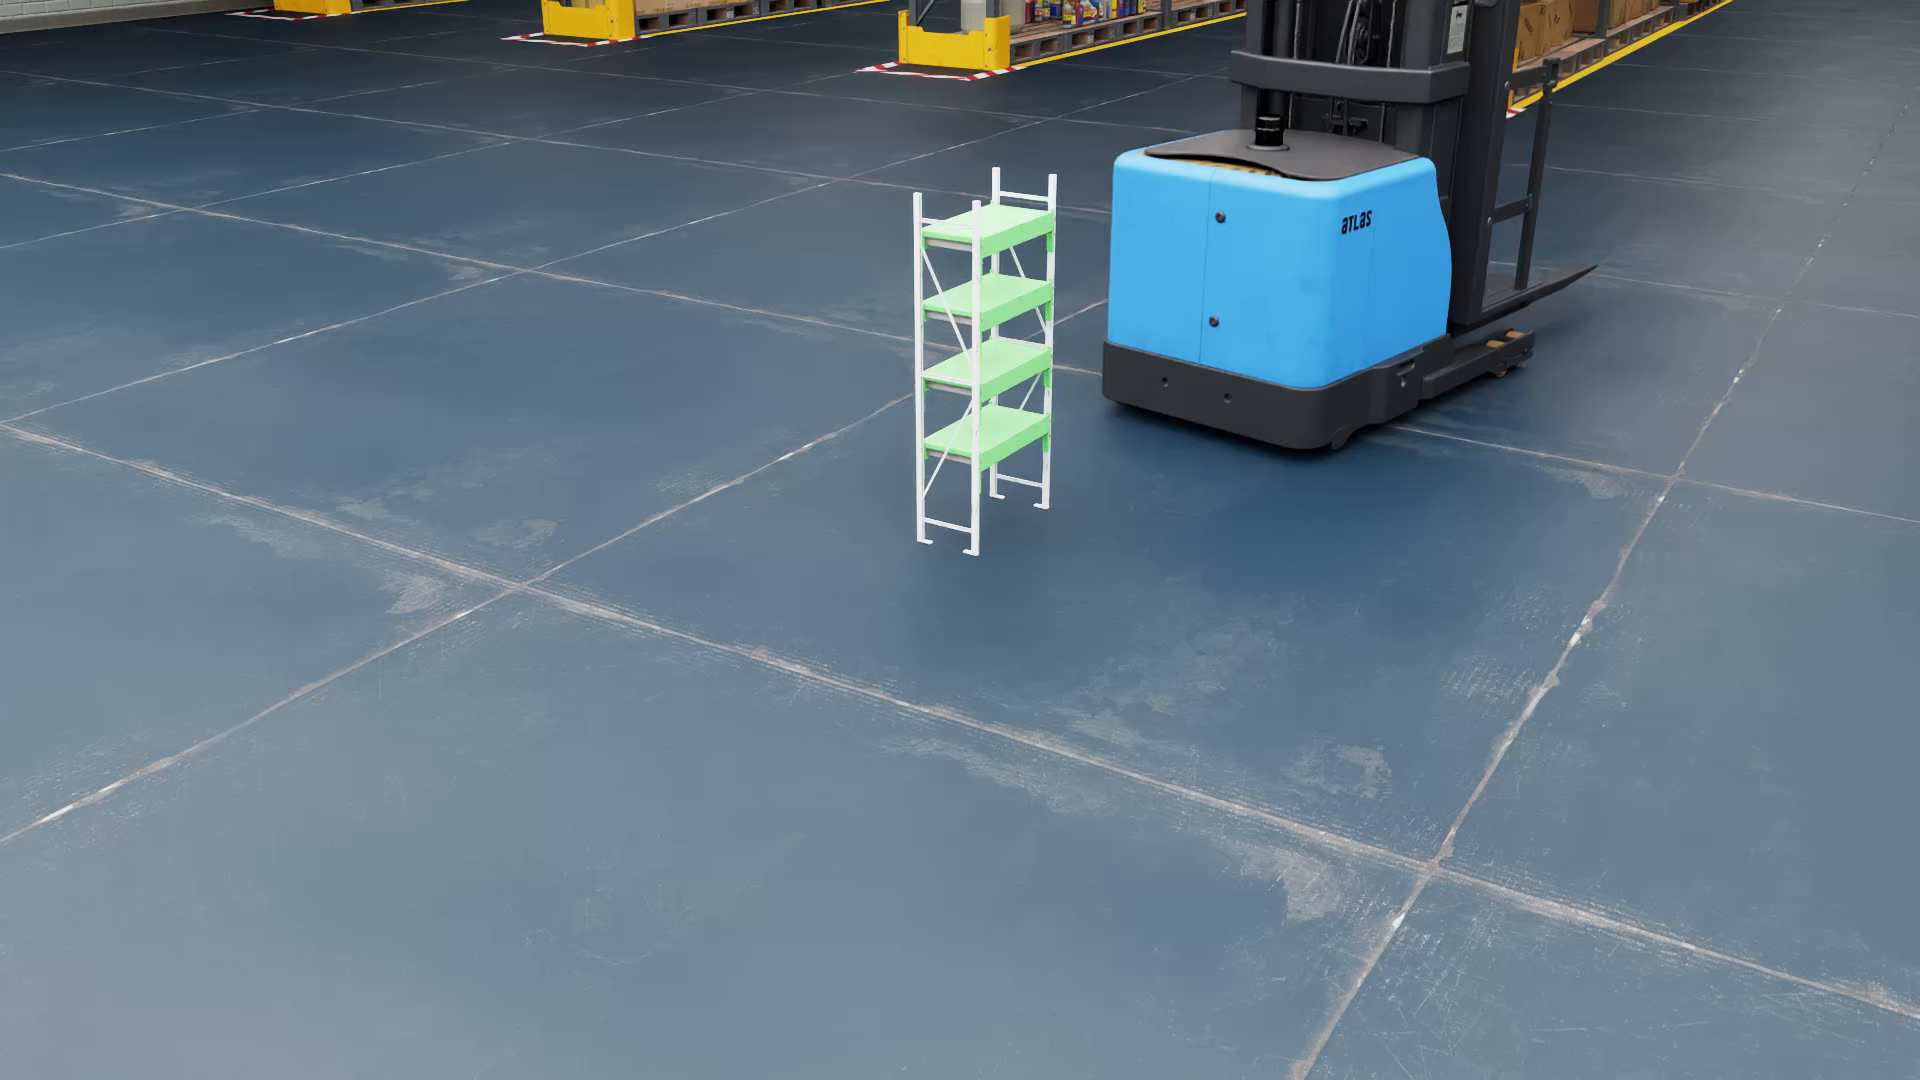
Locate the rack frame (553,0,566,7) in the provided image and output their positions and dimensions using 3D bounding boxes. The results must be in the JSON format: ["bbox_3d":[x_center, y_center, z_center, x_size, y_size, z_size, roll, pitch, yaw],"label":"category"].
[{"bbox_3d":[-4.270,-7.216,18.642,1.000,3.000,0.127,14,27,29],"label":"rack frame"}]

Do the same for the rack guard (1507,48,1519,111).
[{"bbox_3d":[4.184,-4.017,14.400,1.175,0.500,0.348,14,27,29],"label":"rack guard"}]

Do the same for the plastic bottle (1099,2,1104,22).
[{"bbox_3d":[1.551,-5.893,18.556,0.097,0.201,0.097,0,23,0],"label":"plastic bottle"}]

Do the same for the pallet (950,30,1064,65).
[{"bbox_3d":[0.369,-5.205,17.508,1.003,0.211,1.213,14,27,29],"label":"pallet"}]

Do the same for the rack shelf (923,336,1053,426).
[{"bbox_3d":[0.087,-0.548,5.666,0.258,0.148,0.480,14,27,29],"label":"rack shelf"}]

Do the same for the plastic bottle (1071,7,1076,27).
[{"bbox_3d":[1.212,-5.676,18.054,0.097,0.201,0.097,0,23,0],"label":"plastic bottle"}]

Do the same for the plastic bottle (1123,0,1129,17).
[{"bbox_3d":[1.850,-6.170,19.008,0.144,0.351,0.185,12,26,26],"label":"plastic bottle"}]

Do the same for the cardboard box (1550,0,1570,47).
[{"bbox_3d":[5.713,-5.213,16.633,0.500,0.500,0.500,-18,29,-36],"label":"cardboard box"}]

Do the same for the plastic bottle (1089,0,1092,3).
[{"bbox_3d":[1.500,-5.998,18.696,0.061,0.283,0.133,14,27,29],"label":"plastic bottle"}]

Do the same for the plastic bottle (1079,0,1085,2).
[{"bbox_3d":[1.390,-6.297,19.301,0.144,0.351,0.185,14,27,29],"label":"plastic bottle"}]

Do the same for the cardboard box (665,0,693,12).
[{"bbox_3d":[-3.538,-6.450,19.807,0.500,0.250,0.500,14,27,29],"label":"cardboard box"}]

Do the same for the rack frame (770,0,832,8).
[{"bbox_3d":[-2.160,-8.566,21.761,1.000,3.000,0.127,14,27,29],"label":"rack frame"}]

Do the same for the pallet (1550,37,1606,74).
[{"bbox_3d":[5.930,-4.975,16.976,1.003,0.211,1.213,14,27,29],"label":"pallet"}]

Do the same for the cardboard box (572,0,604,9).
[{"bbox_3d":[-4.238,-6.389,19.666,0.500,0.250,0.500,14,27,29],"label":"cardboard box"}]

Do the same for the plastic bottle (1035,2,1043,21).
[{"bbox_3d":[0.878,-5.912,18.600,0.097,0.201,0.097,0,23,0],"label":"plastic bottle"}]

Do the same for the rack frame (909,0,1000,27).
[{"bbox_3d":[-0.064,-6.176,16.242,1.000,3.000,0.127,14,27,29],"label":"rack frame"}]

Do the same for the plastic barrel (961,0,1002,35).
[{"bbox_3d":[0.218,-5.466,17.203,0.421,0.512,0.421,0,23,0],"label":"plastic barrel"}]

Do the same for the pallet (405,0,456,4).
[{"bbox_3d":[-7.338,-7.675,23.214,1.003,0.211,1.213,14,27,29],"label":"pallet"}]

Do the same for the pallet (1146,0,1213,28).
[{"bbox_3d":[2.427,-6.520,20.545,1.003,0.211,1.213,14,27,29],"label":"pallet"}]

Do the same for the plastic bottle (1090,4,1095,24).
[{"bbox_3d":[1.443,-5.824,18.395,0.097,0.201,0.097,0,23,0],"label":"plastic bottle"}]

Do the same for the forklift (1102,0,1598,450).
[{"bbox_3d":[1.963,-2.191,7.123,1.130,2.935,3.031,20,30,38],"label":"forklift"}]

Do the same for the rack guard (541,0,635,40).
[{"bbox_3d":[-4.283,-6.060,19.120,1.175,0.500,0.348,14,27,29],"label":"rack guard"}]

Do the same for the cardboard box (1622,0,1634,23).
[{"bbox_3d":[7.158,-6.092,18.639,0.700,0.500,0.500,11,26,24],"label":"cardboard box"}]

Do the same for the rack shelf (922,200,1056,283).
[{"bbox_3d":[0.087,-0.988,5.475,0.258,0.148,0.480,14,27,29],"label":"rack shelf"}]

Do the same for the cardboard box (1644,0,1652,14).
[{"bbox_3d":[7.746,-6.473,19.520,0.700,0.500,0.500,11,26,25],"label":"cardboard box"}]

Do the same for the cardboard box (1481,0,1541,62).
[{"bbox_3d":[5.120,-4.808,15.697,0.500,0.500,0.500,17,29,34],"label":"cardboard box"}]

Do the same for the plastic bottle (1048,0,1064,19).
[{"bbox_3d":[1.083,-6.063,18.855,0.152,0.276,0.135,14,27,29],"label":"plastic bottle"}]

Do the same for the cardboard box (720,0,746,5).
[{"bbox_3d":[-3.006,-6.787,20.584,0.500,0.250,0.500,14,27,29],"label":"cardboard box"}]

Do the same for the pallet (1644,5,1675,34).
[{"bbox_3d":[7.950,-6.295,20.027,1.003,0.211,1.213,14,27,29],"label":"pallet"}]

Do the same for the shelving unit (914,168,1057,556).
[{"bbox_3d":[0.087,-0.606,5.641,0.258,1.200,0.503,14,27,29],"label":"shelving unit"}]

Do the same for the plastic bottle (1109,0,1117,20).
[{"bbox_3d":[1.680,-6.061,18.756,0.144,0.351,0.185,14,27,29],"label":"plastic bottle"}]

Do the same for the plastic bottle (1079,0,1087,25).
[{"bbox_3d":[1.338,-5.789,18.226,0.097,0.271,0.097,0,23,0],"label":"plastic bottle"}]

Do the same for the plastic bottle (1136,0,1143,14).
[{"bbox_3d":[2.072,-6.250,19.278,0.061,0.283,0.133,15,28,32],"label":"plastic bottle"}]

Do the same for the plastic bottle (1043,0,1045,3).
[{"bbox_3d":[0.944,-6.120,18.892,0.144,0.351,0.185,14,27,29],"label":"plastic bottle"}]

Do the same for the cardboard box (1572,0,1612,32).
[{"bbox_3d":[6.596,-5.746,17.840,0.700,0.500,0.500,12,26,25],"label":"cardboard box"}]

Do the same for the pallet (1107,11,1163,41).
[{"bbox_3d":[1.656,-6.029,19.411,1.003,0.211,1.213,14,27,29],"label":"pallet"}]

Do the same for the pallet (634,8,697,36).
[{"bbox_3d":[-3.902,-6.203,19.813,1.003,0.211,1.213,14,27,29],"label":"pallet"}]

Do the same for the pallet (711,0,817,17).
[{"bbox_3d":[-2.615,-7.026,21.715,1.003,0.211,1.213,14,27,29],"label":"pallet"}]

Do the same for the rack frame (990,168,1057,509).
[{"bbox_3d":[0.216,-0.689,5.831,0.240,1.200,0.015,14,27,29],"label":"rack frame"}]

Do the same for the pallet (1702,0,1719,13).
[{"bbox_3d":[9.488,-7.219,22.161,1.003,0.211,1.213,14,27,29],"label":"pallet"}]

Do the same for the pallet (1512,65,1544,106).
[{"bbox_3d":[4.643,-4.151,15.073,1.003,0.211,1.213,14,27,29],"label":"pallet"}]

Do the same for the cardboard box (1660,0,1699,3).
[{"bbox_3d":[8.745,-7.285,20.948,1.225,0.875,0.875,12,26,27],"label":"cardboard box"}]
